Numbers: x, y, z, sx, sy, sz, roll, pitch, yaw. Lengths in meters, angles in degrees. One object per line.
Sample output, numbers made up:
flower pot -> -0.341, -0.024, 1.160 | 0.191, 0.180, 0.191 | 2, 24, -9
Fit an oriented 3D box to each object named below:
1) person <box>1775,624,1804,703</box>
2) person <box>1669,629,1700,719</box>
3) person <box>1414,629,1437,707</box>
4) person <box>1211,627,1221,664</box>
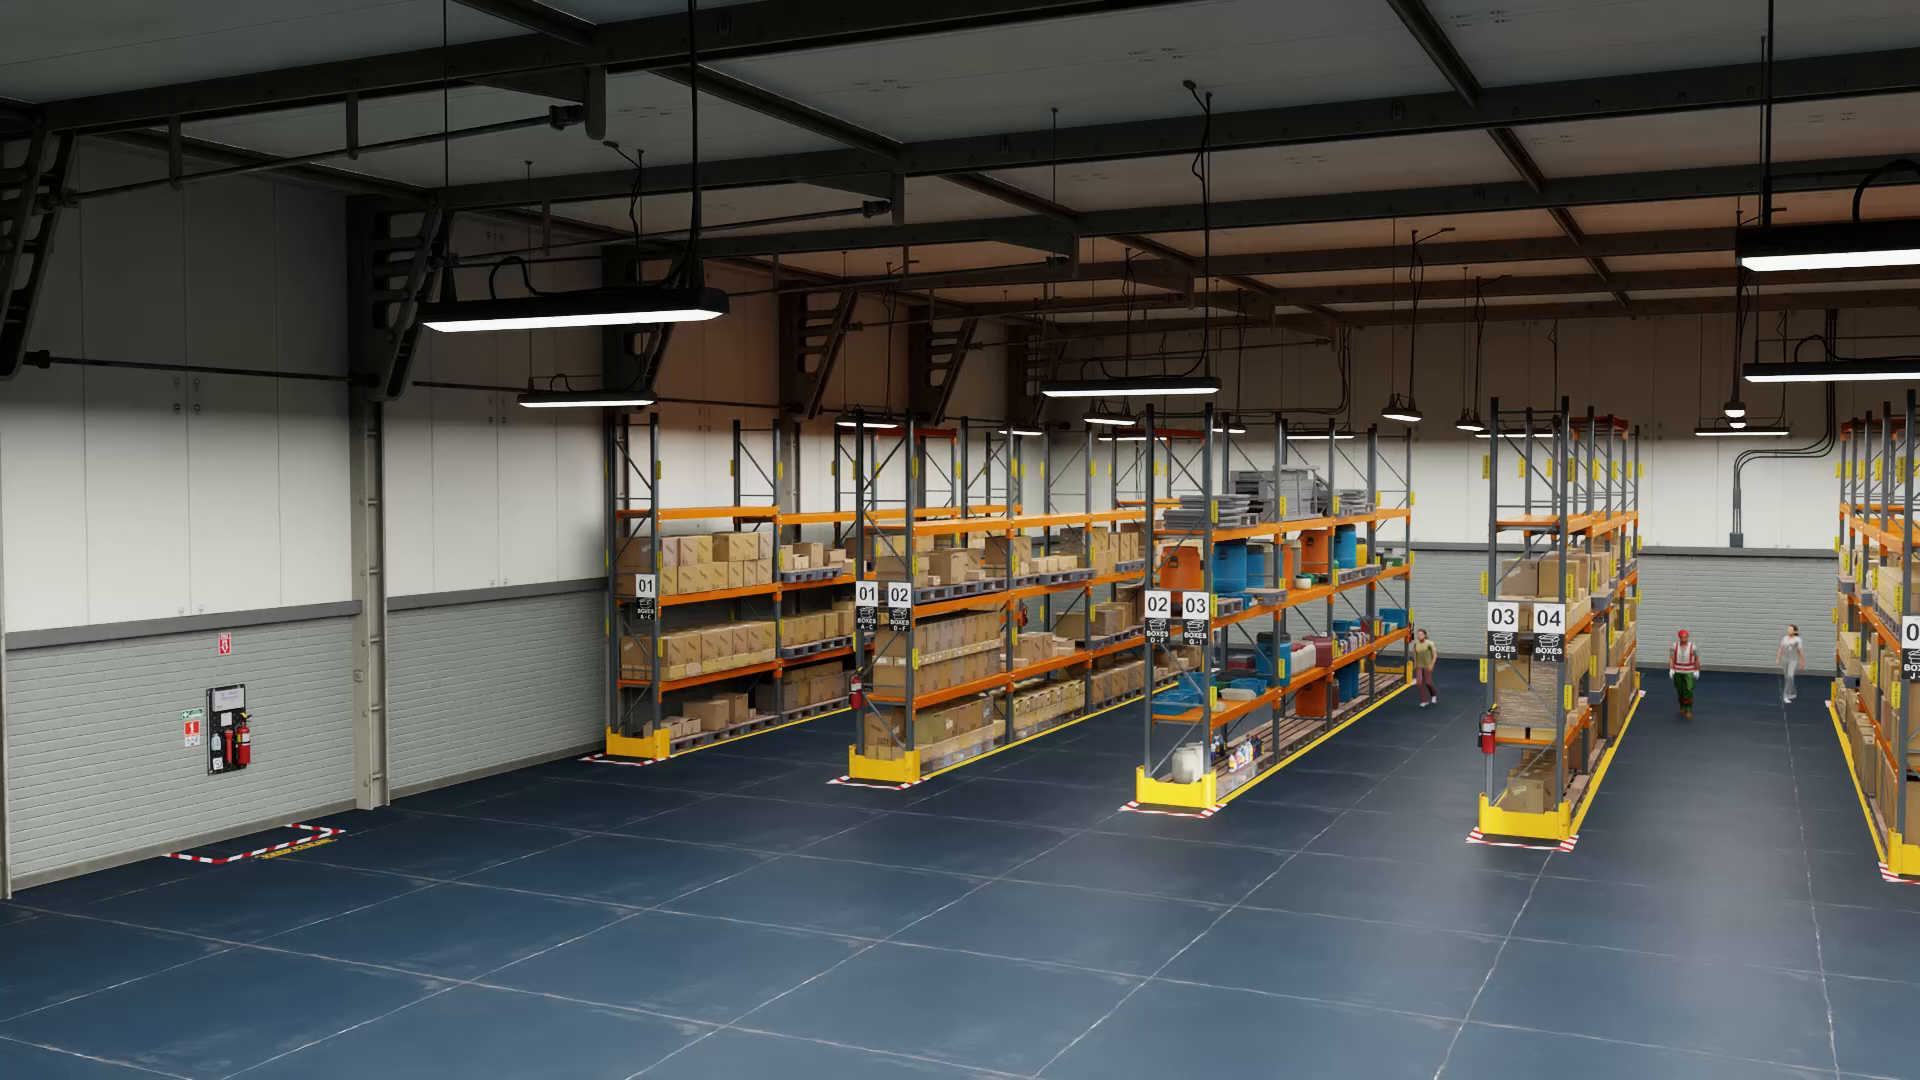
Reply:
person -> 17.968, 2.664, 36.040 | 0.772, 1.690, 0.552 | -2, 3, -39
person -> 14.639, 2.684, 33.658 | 0.543, 1.746, 0.903 | 2, 3, 34
person -> 9.926, 2.698, 35.374 | 0.510, 1.651, 0.608 | 2, 3, 38
person -> 6.545, 2.312, 43.042 | 0.560, 1.759, 0.808 | 0, 2, -7
